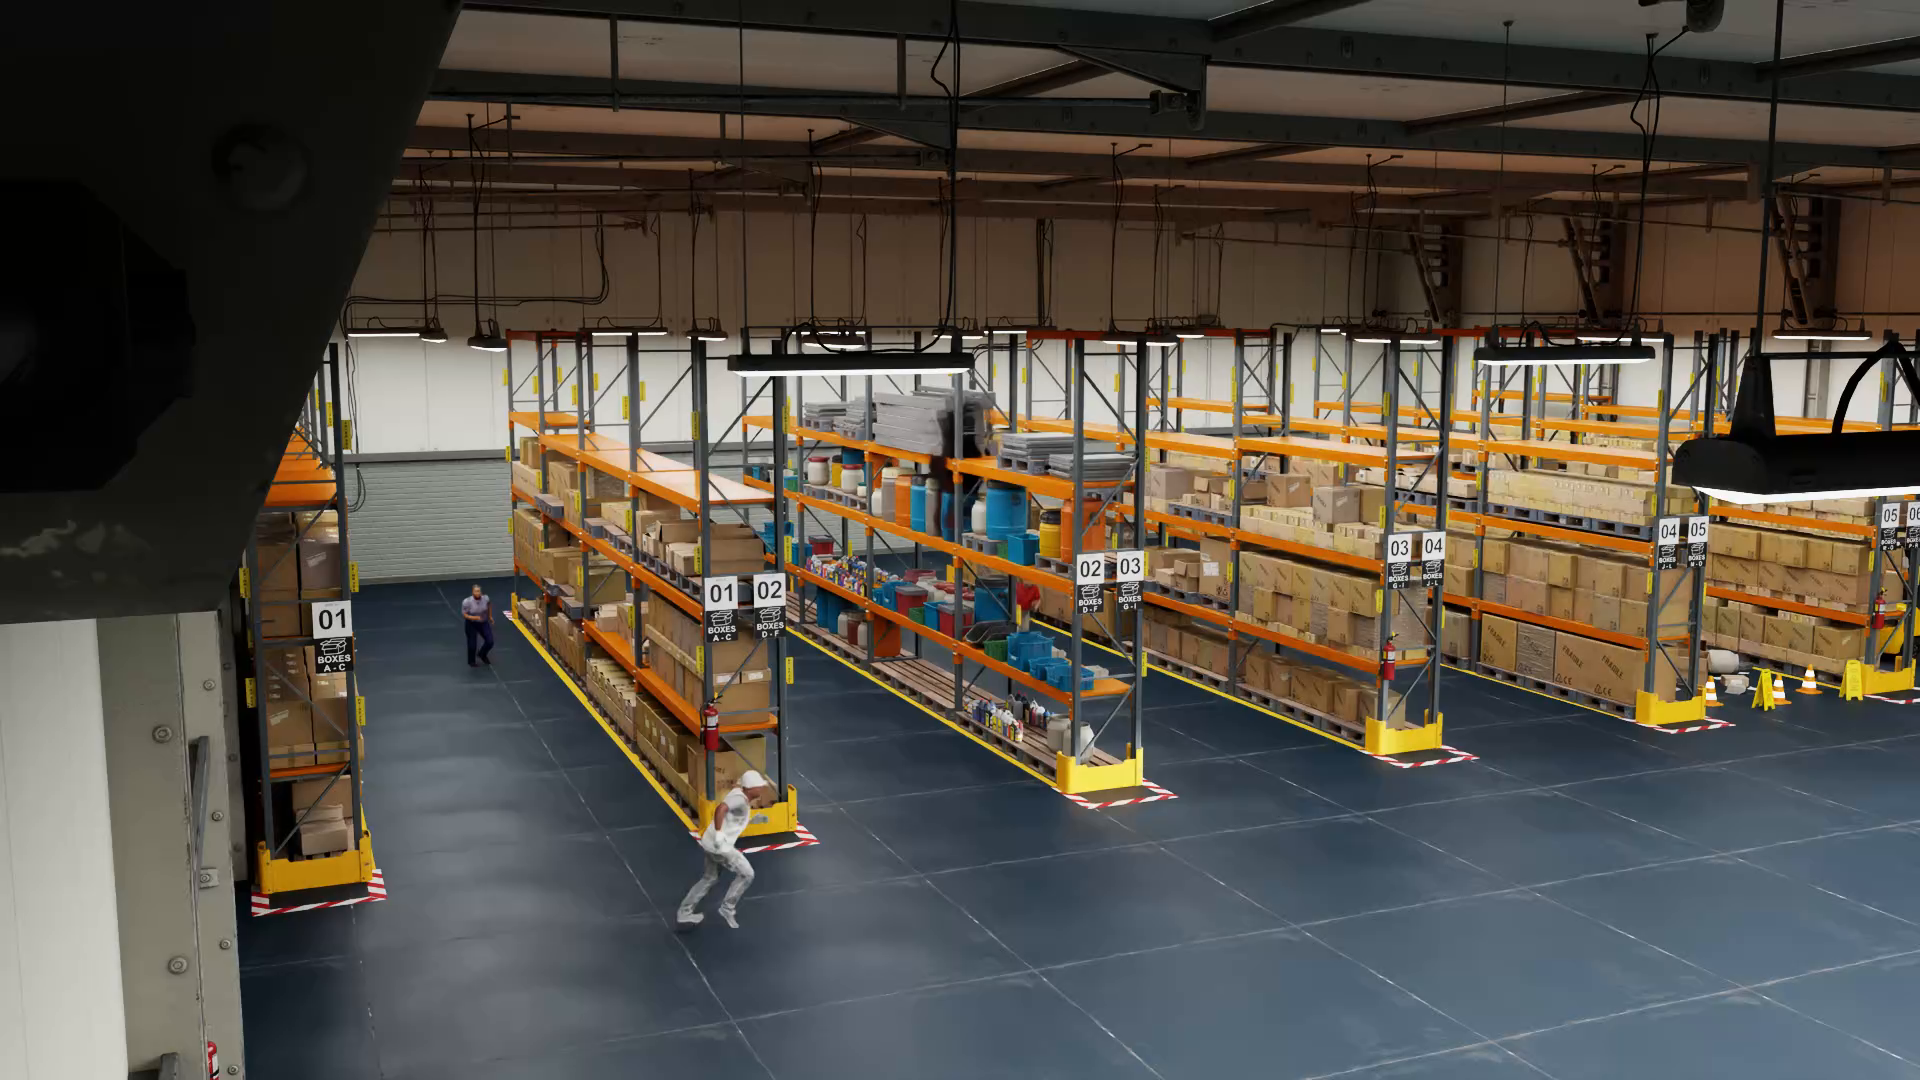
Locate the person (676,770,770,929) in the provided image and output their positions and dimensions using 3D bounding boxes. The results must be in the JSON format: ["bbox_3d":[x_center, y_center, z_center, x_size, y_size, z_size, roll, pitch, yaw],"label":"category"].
[{"bbox_3d":[-2.433,3.216,17.113,0.972,1.682,0.735,-1,8,-9],"label":"person"}]

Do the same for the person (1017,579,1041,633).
[{"bbox_3d":[1.093,1.356,29.795,0.685,1.611,0.894,-4,9,-25],"label":"person"}]

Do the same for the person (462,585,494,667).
[{"bbox_3d":[-8.610,1.589,29.723,0.610,1.434,0.821,-5,9,-32],"label":"person"}]
